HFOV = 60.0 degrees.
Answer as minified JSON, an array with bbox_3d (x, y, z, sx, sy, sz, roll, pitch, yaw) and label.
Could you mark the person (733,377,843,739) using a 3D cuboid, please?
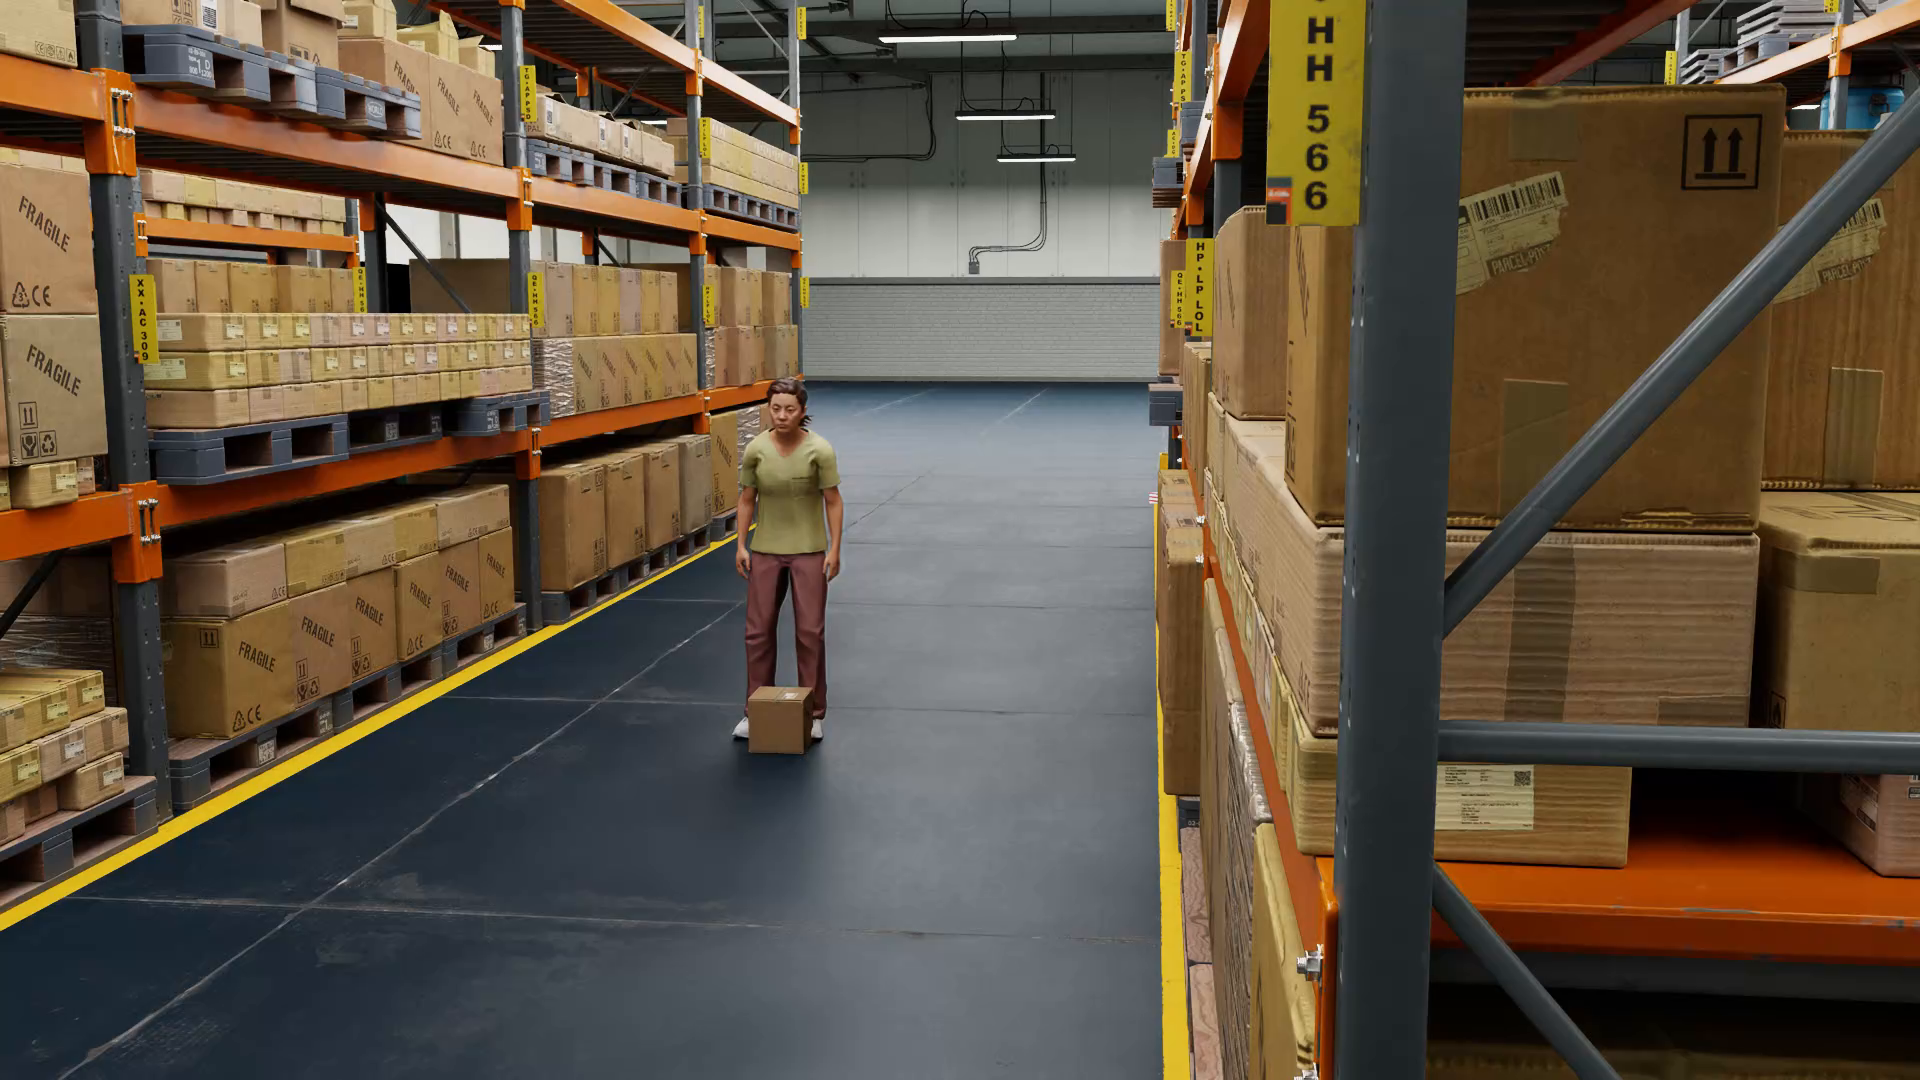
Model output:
[{"bbox_3d":[-0.796,0.080,7.707,0.499,1.673,0.354,1,8,6],"label":"person"}]
